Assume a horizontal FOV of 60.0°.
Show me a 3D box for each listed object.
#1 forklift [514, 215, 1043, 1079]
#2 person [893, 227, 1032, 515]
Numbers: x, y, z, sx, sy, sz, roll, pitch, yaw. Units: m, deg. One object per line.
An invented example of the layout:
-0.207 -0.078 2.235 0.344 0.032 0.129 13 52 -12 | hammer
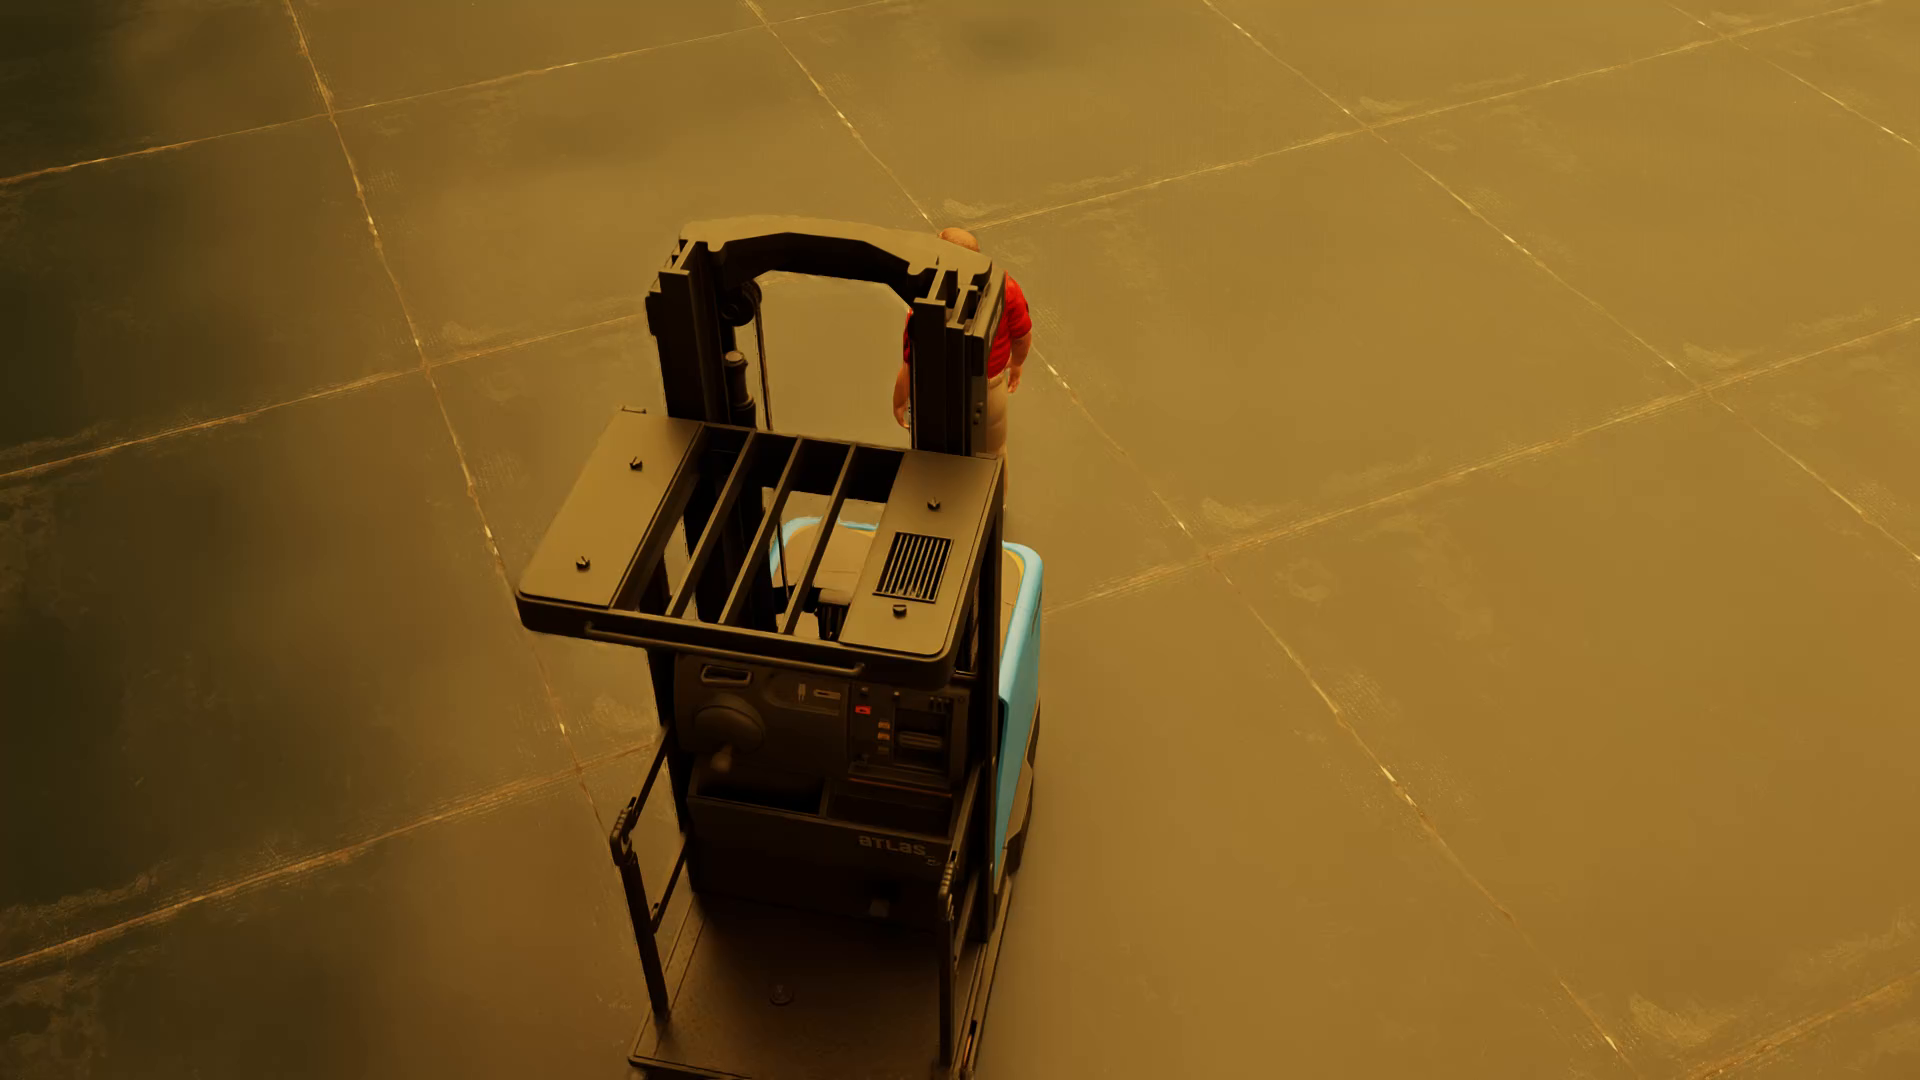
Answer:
-0.473 0.656 4.977 1.130 2.935 3.031 8 44 8 | forklift
-0.027 -0.697 7.296 0.641 1.728 0.550 -18 46 -18 | person
